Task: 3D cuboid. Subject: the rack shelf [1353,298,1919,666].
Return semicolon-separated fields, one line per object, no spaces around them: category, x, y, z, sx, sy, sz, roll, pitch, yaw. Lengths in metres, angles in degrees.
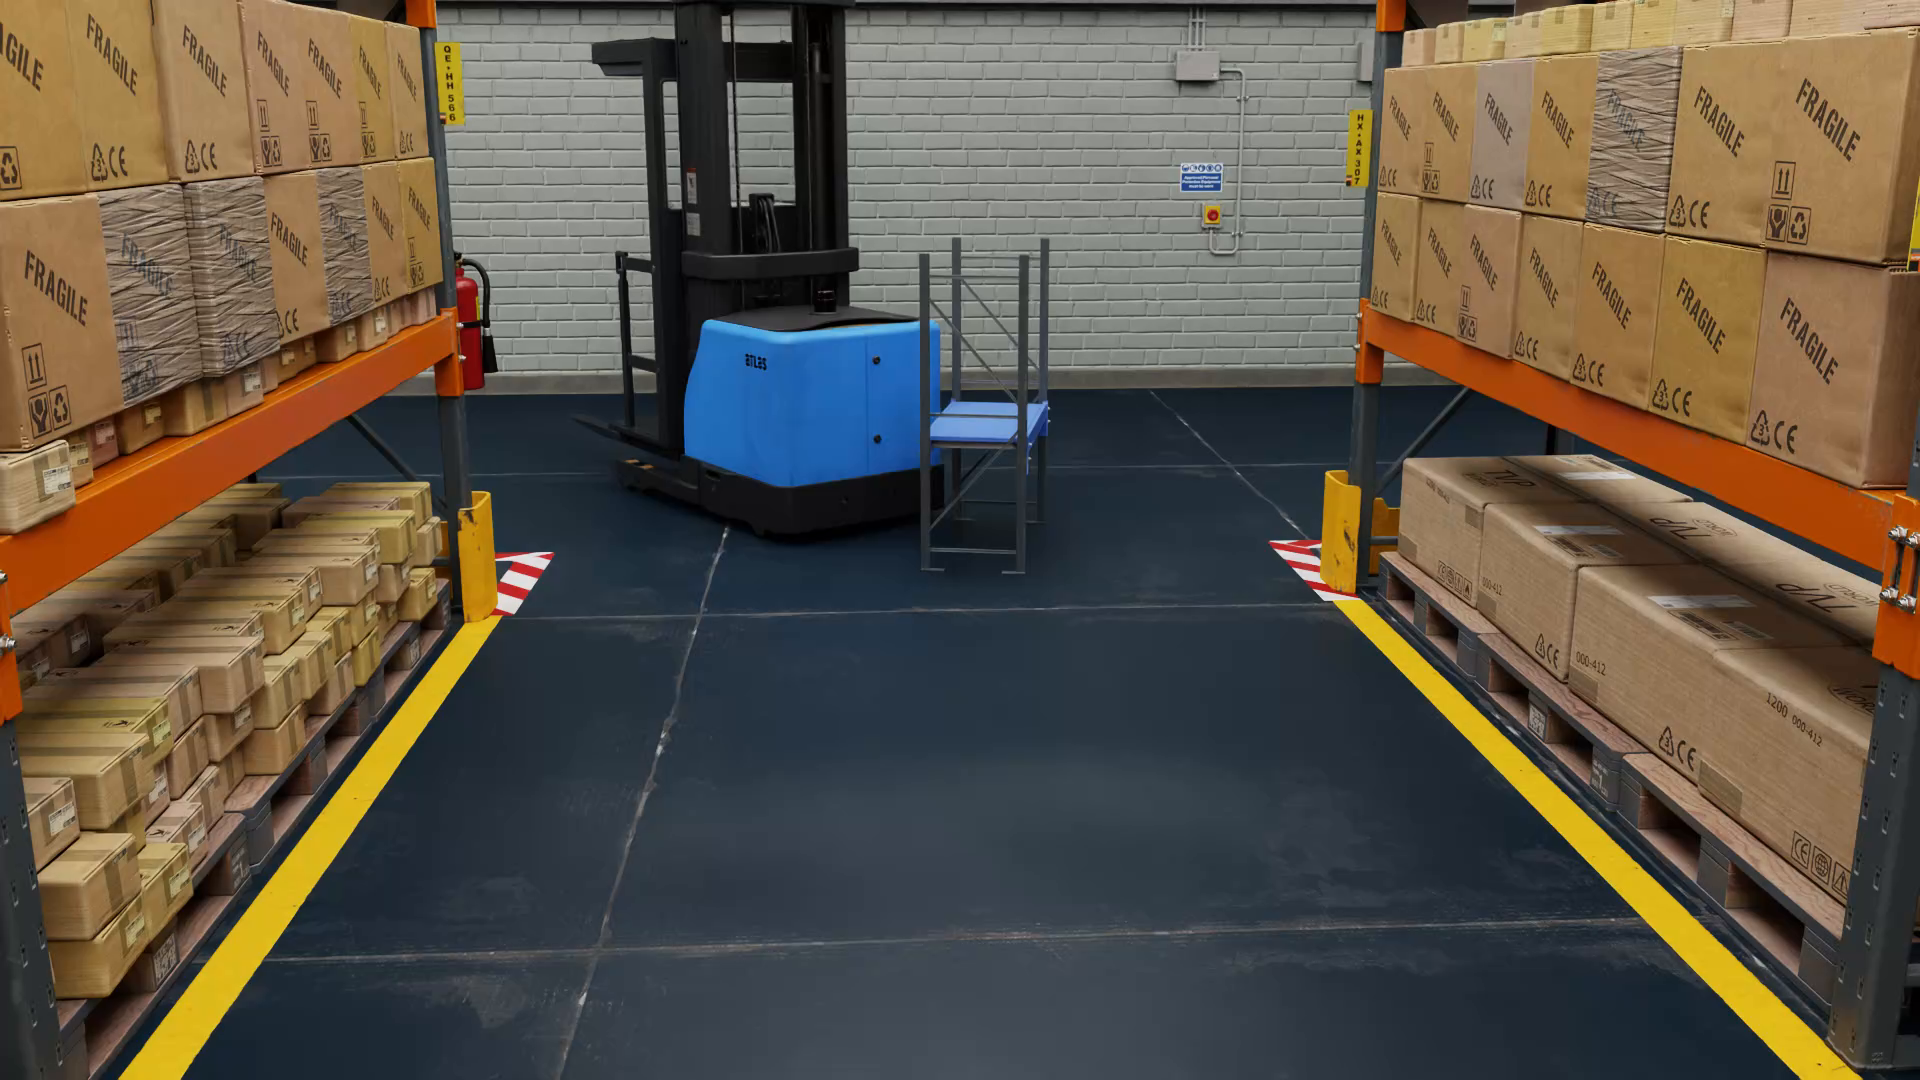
rack shelf;2.414;-0.407;5.534;1.077;0.370;4.000;-1;14;-3

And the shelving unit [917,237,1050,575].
shelving unit;0.136;-0.699;8.232;0.538;1.500;1.048;2;15;8

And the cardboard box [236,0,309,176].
cardboard box;-2.259;-1.332;4.878;0.500;0.500;0.500;-1;14;-5

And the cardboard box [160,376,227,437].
cardboard box;-2.208;-0.371;4.452;0.380;0.149;0.250;-1;14;-2

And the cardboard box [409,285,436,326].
cardboard box;-2.342;-0.953;6.716;0.380;0.149;0.250;-1;14;-3

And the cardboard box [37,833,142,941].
cardboard box;-2.099;0.781;3.752;0.380;0.149;0.250;0;14;-1

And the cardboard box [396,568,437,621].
cardboard box;-2.286;0.216;6.547;0.380;0.149;0.250;0;14;-2

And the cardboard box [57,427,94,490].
cardboard box;-2.177;-0.174;3.686;0.380;0.149;0.250;0;14;-2

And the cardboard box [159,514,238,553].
cardboard box;-2.926;0.004;6.174;0.380;0.149;0.250;-1;14;-4

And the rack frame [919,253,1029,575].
rack frame;0.063;-0.573;7.745;0.500;1.500;0.032;2;15;8

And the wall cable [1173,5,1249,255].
wall cable;1.917;-3.162;12.696;0.585;1.953;0.123;-1;14;-3

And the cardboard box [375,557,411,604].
cardboard box;-2.293;0.138;6.253;0.380;0.149;0.250;-1;15;-6

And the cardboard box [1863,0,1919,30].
cardboard box;2.201;-1.177;3.572;0.380;0.149;0.250;-1;14;-5

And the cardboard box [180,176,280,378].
cardboard box;-2.209;-0.725;4.528;0.500;0.500;0.500;-1;14;-5

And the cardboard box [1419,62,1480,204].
cardboard box;2.075;-1.534;6.260;0.500;0.500;0.500;-1;14;-5

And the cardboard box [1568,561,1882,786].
cardboard box;2.550;0.399;5.257;0.875;0.438;0.875;-1;14;-5

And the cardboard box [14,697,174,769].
cardboard box;-2.234;0.512;4.202;0.380;0.149;0.250;-1;14;-4

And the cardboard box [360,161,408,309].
cardboard box;-2.333;-1.108;6.016;0.500;0.500;0.500;-1;14;-4

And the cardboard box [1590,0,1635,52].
cardboard box;2.155;-1.557;5.048;0.380;0.149;0.250;-1;14;-3

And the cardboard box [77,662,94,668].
cardboard box;-2.746;0.476;4.940;0.380;0.149;0.250;-2;15;-6

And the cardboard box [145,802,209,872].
cardboard box;-2.182;0.798;4.285;0.380;0.149;0.250;-1;14;-4

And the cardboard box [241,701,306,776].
cardboard box;-2.219;0.603;5.042;0.380;0.149;0.250;-1;14;-5

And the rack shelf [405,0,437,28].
rack shelf;-2.520;-1.759;4.765;1.077;0.370;4.000;-1;14;-3

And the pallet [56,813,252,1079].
pallet;-2.473;1.027;4.111;1.003;0.211;1.213;-1;14;-3

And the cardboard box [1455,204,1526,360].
cardboard box;2.106;-0.926;5.904;0.500;0.500;0.500;-1;14;-4

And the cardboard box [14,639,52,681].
cardboard box;-2.803;0.391;4.670;0.380;0.149;0.250;-2;15;-6

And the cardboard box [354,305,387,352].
cardboard box;-2.294;-0.766;5.986;0.380;0.149;0.250;0;14;-2

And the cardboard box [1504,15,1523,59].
cardboard box;2.128;-1.747;5.789;0.380;0.149;0.250;-1;14;-3

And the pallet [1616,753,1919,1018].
pallet;2.569;0.902;4.598;1.003;0.211;1.213;-1;14;-3

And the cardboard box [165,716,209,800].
cardboard box;-2.270;0.592;4.485;0.380;0.149;0.250;-2;15;-6

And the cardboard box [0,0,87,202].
cardboard box;-2.181;-0.950;3.393;0.500;0.500;0.500;-1;14;-2

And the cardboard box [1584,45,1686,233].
cardboard box;2.169;-1.157;4.796;0.500;0.500;0.500;-1;14;-3

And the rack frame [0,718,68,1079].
rack frame;-2.400;-0.157;3.116;0.949;2.616;0.053;-1;14;-3

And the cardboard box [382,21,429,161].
cardboard box;-2.367;-1.718;6.381;0.500;0.500;0.500;-1;14;-5

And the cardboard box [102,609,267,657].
cardboard box;-2.306;0.316;4.962;0.380;0.149;0.250;-1;15;-6

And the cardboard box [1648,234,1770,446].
cardboard box;2.217;-0.546;4.429;0.500;0.500;0.500;-1;14;-5

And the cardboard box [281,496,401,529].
cardboard box;-2.400;-0.071;6.469;0.380;0.149;0.250;-1;14;-2

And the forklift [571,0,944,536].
forklift;-1.357;-1.751;9.450;1.130;2.935;3.031;-10;18;-35

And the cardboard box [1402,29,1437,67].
cardboard box;2.036;-2.007;6.800;0.380;0.149;0.250;-1;14;-2

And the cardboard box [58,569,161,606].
cardboard box;-2.849;0.200;5.414;0.380;0.149;0.250;-1;14;-3

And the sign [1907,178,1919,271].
sign;1.984;-0.707;3.358;0.100;0.325;0.005;-1;14;-3

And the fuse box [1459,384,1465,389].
fuse box;4.023;-2.027;12.972;0.539;1.711;0.414;-1;14;-3

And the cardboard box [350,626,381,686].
cardboard box;-2.249;0.406;5.806;0.380;0.149;0.250;-2;15;-6

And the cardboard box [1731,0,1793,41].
cardboard box;2.254;-1.369;4.318;0.380;0.149;0.250;-1;14;-4

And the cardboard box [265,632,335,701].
cardboard box;-2.206;0.398;5.240;0.380;0.149;0.250;-1;14;-3

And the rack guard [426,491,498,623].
rack guard;-2.639;0.078;7.221;1.175;0.500;0.348;-1;14;-3

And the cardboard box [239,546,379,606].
cardboard box;-2.232;0.122;5.716;0.380;0.149;0.250;0;14;-1

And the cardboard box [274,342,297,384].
cardboard box;-2.317;-0.566;5.210;0.380;0.149;0.250;-1;14;-2

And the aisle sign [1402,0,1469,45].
aisle sign;1.996;-2.526;7.106;0.394;0.787;0.004;-1;14;-3
